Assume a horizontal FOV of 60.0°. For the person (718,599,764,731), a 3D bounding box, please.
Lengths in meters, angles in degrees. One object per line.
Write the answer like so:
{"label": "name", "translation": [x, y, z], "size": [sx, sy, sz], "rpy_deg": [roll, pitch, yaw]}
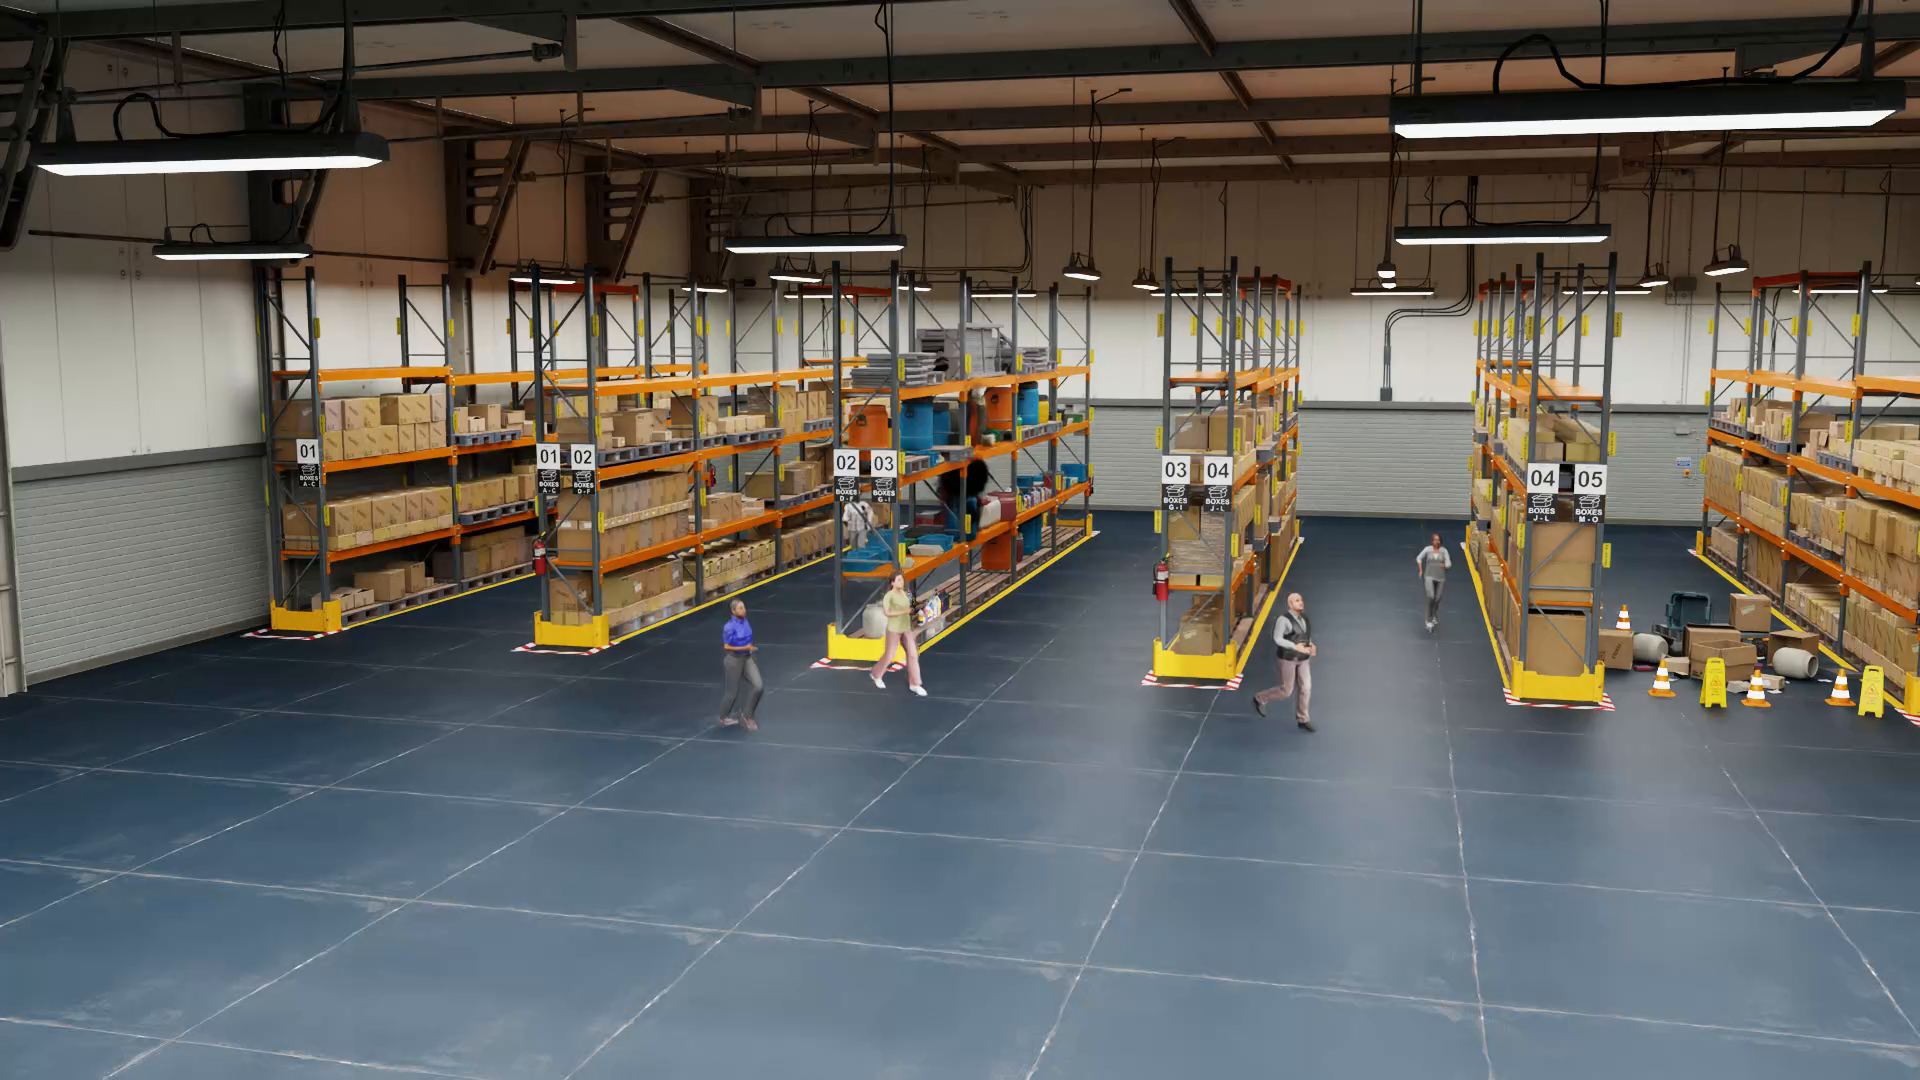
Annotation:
{"label": "person", "translation": [-2.734, 1.537, 20.742], "size": [0.704, 1.620, 0.551], "rpy_deg": [6, 9, 38]}

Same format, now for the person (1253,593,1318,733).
{"label": "person", "translation": [4.160, 1.515, 20.932], "size": [0.669, 1.726, 0.905], "rpy_deg": [-5, 9, -37]}

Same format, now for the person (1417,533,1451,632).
{"label": "person", "translation": [7.904, 0.698, 27.728], "size": [0.503, 1.644, 0.710], "rpy_deg": [0, 7, 4]}

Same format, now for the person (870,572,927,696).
{"label": "person", "translation": [-0.854, 1.260, 22.806], "size": [0.953, 1.670, 0.562], "rpy_deg": [7, 10, 43]}

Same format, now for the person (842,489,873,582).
{"label": "person", "translation": [-1.963, -0.127, 31.669], "size": [0.557, 1.764, 0.782], "rpy_deg": [1, 7, 6]}
